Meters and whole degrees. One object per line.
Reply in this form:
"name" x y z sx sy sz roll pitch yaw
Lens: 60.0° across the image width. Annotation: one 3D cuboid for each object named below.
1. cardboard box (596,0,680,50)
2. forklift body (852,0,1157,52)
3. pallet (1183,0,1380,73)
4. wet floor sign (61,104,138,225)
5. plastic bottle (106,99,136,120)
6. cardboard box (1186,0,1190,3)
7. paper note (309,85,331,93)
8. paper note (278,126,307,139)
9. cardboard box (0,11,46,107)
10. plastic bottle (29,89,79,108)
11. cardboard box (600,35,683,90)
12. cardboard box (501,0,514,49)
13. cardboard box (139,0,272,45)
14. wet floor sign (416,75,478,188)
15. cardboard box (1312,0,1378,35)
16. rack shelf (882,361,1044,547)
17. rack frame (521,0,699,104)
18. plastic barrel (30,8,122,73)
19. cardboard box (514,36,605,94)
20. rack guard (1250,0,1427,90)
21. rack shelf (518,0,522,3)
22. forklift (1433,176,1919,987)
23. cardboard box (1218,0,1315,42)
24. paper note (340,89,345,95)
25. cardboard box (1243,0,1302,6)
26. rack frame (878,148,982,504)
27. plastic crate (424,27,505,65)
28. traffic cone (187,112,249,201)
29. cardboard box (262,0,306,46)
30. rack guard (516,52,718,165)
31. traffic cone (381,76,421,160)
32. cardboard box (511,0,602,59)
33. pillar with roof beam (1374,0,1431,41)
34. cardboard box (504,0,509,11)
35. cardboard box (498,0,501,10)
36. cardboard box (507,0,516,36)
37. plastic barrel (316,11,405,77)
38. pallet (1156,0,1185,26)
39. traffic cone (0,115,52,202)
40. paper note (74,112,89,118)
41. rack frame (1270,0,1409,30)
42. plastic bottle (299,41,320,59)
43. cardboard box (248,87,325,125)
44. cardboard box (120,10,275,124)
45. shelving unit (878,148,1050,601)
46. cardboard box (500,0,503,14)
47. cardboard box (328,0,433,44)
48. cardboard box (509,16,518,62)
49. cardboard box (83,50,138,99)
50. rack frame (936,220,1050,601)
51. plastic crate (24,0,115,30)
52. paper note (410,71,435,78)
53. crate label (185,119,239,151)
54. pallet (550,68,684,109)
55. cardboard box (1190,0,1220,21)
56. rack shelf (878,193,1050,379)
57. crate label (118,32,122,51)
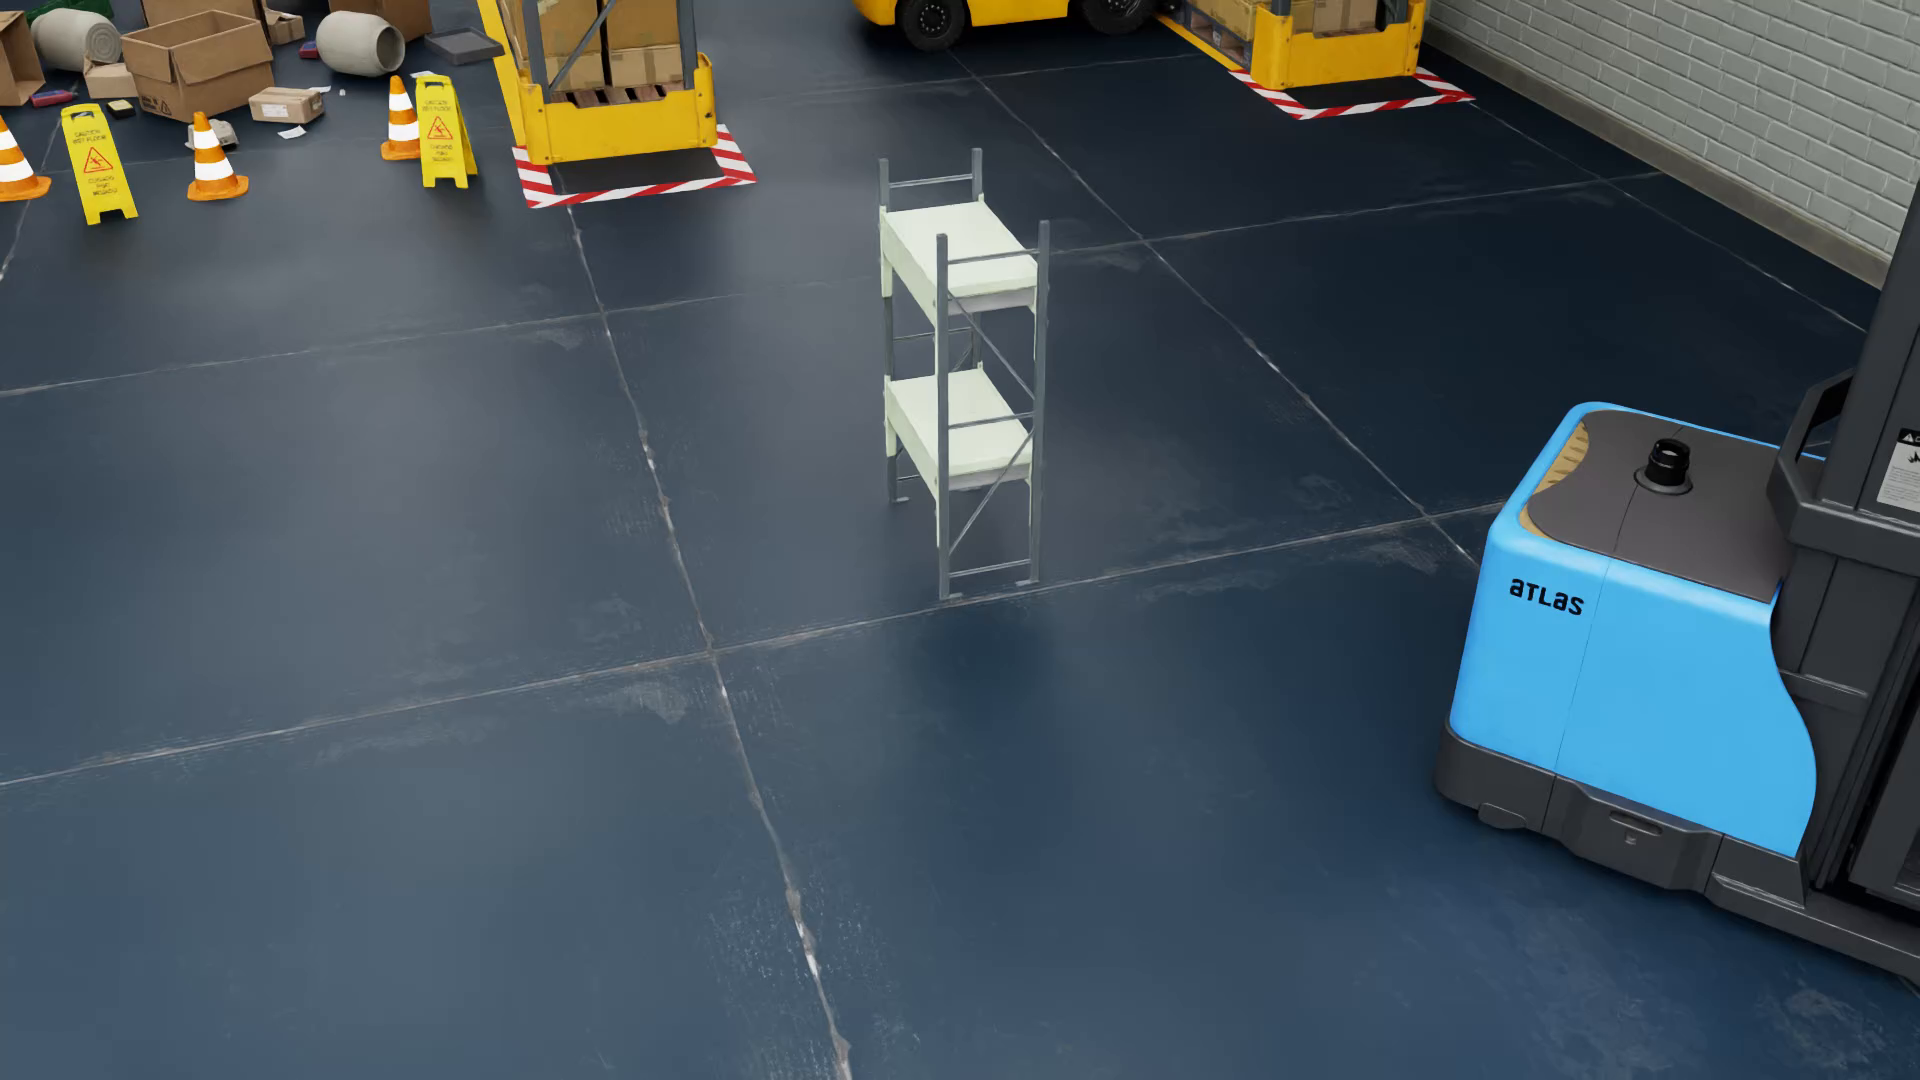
"cardboard box" -2.097 -3.523 10.794 0.500 0.500 0.500 -11 35 -16
"forklift body" 0.303 -4.871 12.171 2.313 2.155 1.214 -10 35 -15
"pallet" 2.346 -3.768 12.260 1.003 0.211 1.213 -10 35 -15
"wet floor sign" -4.896 -2.150 9.418 0.267 0.644 0.232 -16 37 -23
"plastic bottle" -5.577 -2.865 11.030 0.133 0.061 0.283 -23 40 -31
"cardboard box" 1.888 -4.285 12.627 0.500 0.250 0.500 -10 35 -14
"paper note" -4.407 -3.089 11.408 0.148 0.019 0.142 1 33 2
"paper note" -4.291 -2.623 10.691 0.148 0.019 0.142 -23 40 -31
"cardboard box" -6.559 -3.230 11.183 0.500 0.500 0.500 -4 34 -6
"plastic bottle" -6.106 -2.983 11.208 0.283 0.061 0.133 -23 40 -31
"cardboard box" -2.089 -3.198 10.982 0.500 0.250 0.500 -10 35 -15
"cardboard box" -2.925 -3.654 11.672 0.500 0.250 0.500 -11 35 -16
"cardboard box" -5.347 -3.701 11.771 0.797 0.637 0.503 -10 35 -15
"wet floor sign" -3.068 -2.438 9.854 0.267 0.644 0.232 1 33 2
"cardboard box" 2.656 -3.855 11.977 0.500 0.250 0.500 -10 35 -15
"rack shelf" 0.002 -0.350 6.511 0.431 0.370 0.720 -10 35 -15
"rack frame" -2.107 -3.700 9.628 1.000 3.000 0.127 -10 35 -15
"plastic barrel" -6.203 -3.502 11.666 0.512 0.421 0.421 13 36 18
"cardboard box" -2.617 -3.120 10.864 0.500 0.250 0.500 -10 35 -15
"rack guard" 2.627 -3.481 11.565 1.175 0.500 0.348 -10 35 -15
"rack shelf" -2.717 -4.450 11.416 1.077 0.370 4.000 -10 35 -15
"forklift" 3.063 -0.148 4.316 3.031 2.935 1.130 19 38 27
"cardboard box" 2.175 -3.758 11.830 0.500 0.250 0.500 -10 35 -14
"paper note" -4.225 -3.063 11.376 0.032 0.001 0.123 -10 35 -15
"cardboard box" 2.173 -3.976 11.706 0.500 0.250 0.500 -10 35 -15
"rack frame" -0.110 -0.814 6.622 0.400 1.500 0.023 -10 35 -15
"plastic crate" -3.629 -3.620 12.155 0.402 0.080 0.583 -23 40 -31
"traffic cone" -4.420 -2.285 9.789 0.336 0.463 0.334 -10 35 -15
"cardboard box" -5.122 -3.871 12.367 0.396 0.266 0.258 19 38 26
"rack guard" -2.130 -2.697 10.378 1.175 0.500 0.348 -10 35 -15
"traffic cone" -3.466 -2.650 10.341 0.336 0.463 0.334 -10 35 -15
"cardboard box" -2.599 -3.418 10.634 0.500 0.500 0.500 -10 35 -14
"pillar with roof beam" -0.835 -6.833 8.928 9.100 9.000 0.400 -10 35 -15
"cardboard box" -2.909 -3.957 11.451 0.500 0.500 0.500 -11 35 -16
"cardboard box" -3.230 -4.195 12.490 0.500 0.250 0.500 -8 34 -12
"cardboard box" -2.762 -3.691 11.048 0.500 0.500 0.500 -9 34 -13
"plastic barrel" -4.179 -3.455 11.595 0.512 0.421 0.421 13 36 18
"pallet" 1.978 -4.407 13.228 1.003 0.211 1.213 -10 35 -15
"traffic cone" -5.600 -2.274 9.771 0.336 0.463 0.334 -10 35 -15
"paper note" -5.809 -2.806 10.988 0.032 0.001 0.123 7 34 10
"rack frame" 2.619 -4.537 10.895 1.000 3.000 0.127 -10 35 -15
"plastic bottle" -4.719 -3.581 12.114 0.133 0.061 0.283 -4 34 -6
"cardboard box" -4.430 -2.859 10.941 0.380 0.149 0.250 7 34 10
"cardboard box" -5.054 -3.155 11.068 0.637 0.503 0.797 19 38 26
"shelving unit" 0.002 -0.622 6.331 0.431 1.500 0.755 -10 35 -15
"cardboard box" -3.066 -3.916 12.069 0.500 0.250 0.500 -10 35 -15
"cardboard box" -4.296 -3.967 12.297 0.500 0.500 0.500 13 36 18
"cardboard box" -2.760 -3.380 11.258 0.500 0.250 0.500 -10 35 -15
"cardboard box" -5.732 -3.181 11.323 0.396 0.266 0.258 -4 34 -6
"rack frame" 0.114 -0.430 6.040 0.400 1.500 0.023 -10 35 -15
"plastic crate" -6.710 -3.894 12.421 0.450 0.188 0.662 -2 32 16
"paper note" -3.770 -3.274 11.676 0.142 0.019 0.148 -23 40 -31
"crate label" -4.719 -2.552 10.487 0.298 0.136 0.250 27 42 34
"pallet" -2.344 -3.009 11.112 1.003 0.211 1.213 -10 35 -15
"cardboard box" 2.032 -4.021 12.227 0.500 0.250 0.500 -10 35 -15
"rack shelf" 0.002 -0.948 6.116 0.431 0.370 0.720 -10 35 -15
"crate label" -6.280 -3.639 12.132 0.250 0.136 0.298 19 38 26
